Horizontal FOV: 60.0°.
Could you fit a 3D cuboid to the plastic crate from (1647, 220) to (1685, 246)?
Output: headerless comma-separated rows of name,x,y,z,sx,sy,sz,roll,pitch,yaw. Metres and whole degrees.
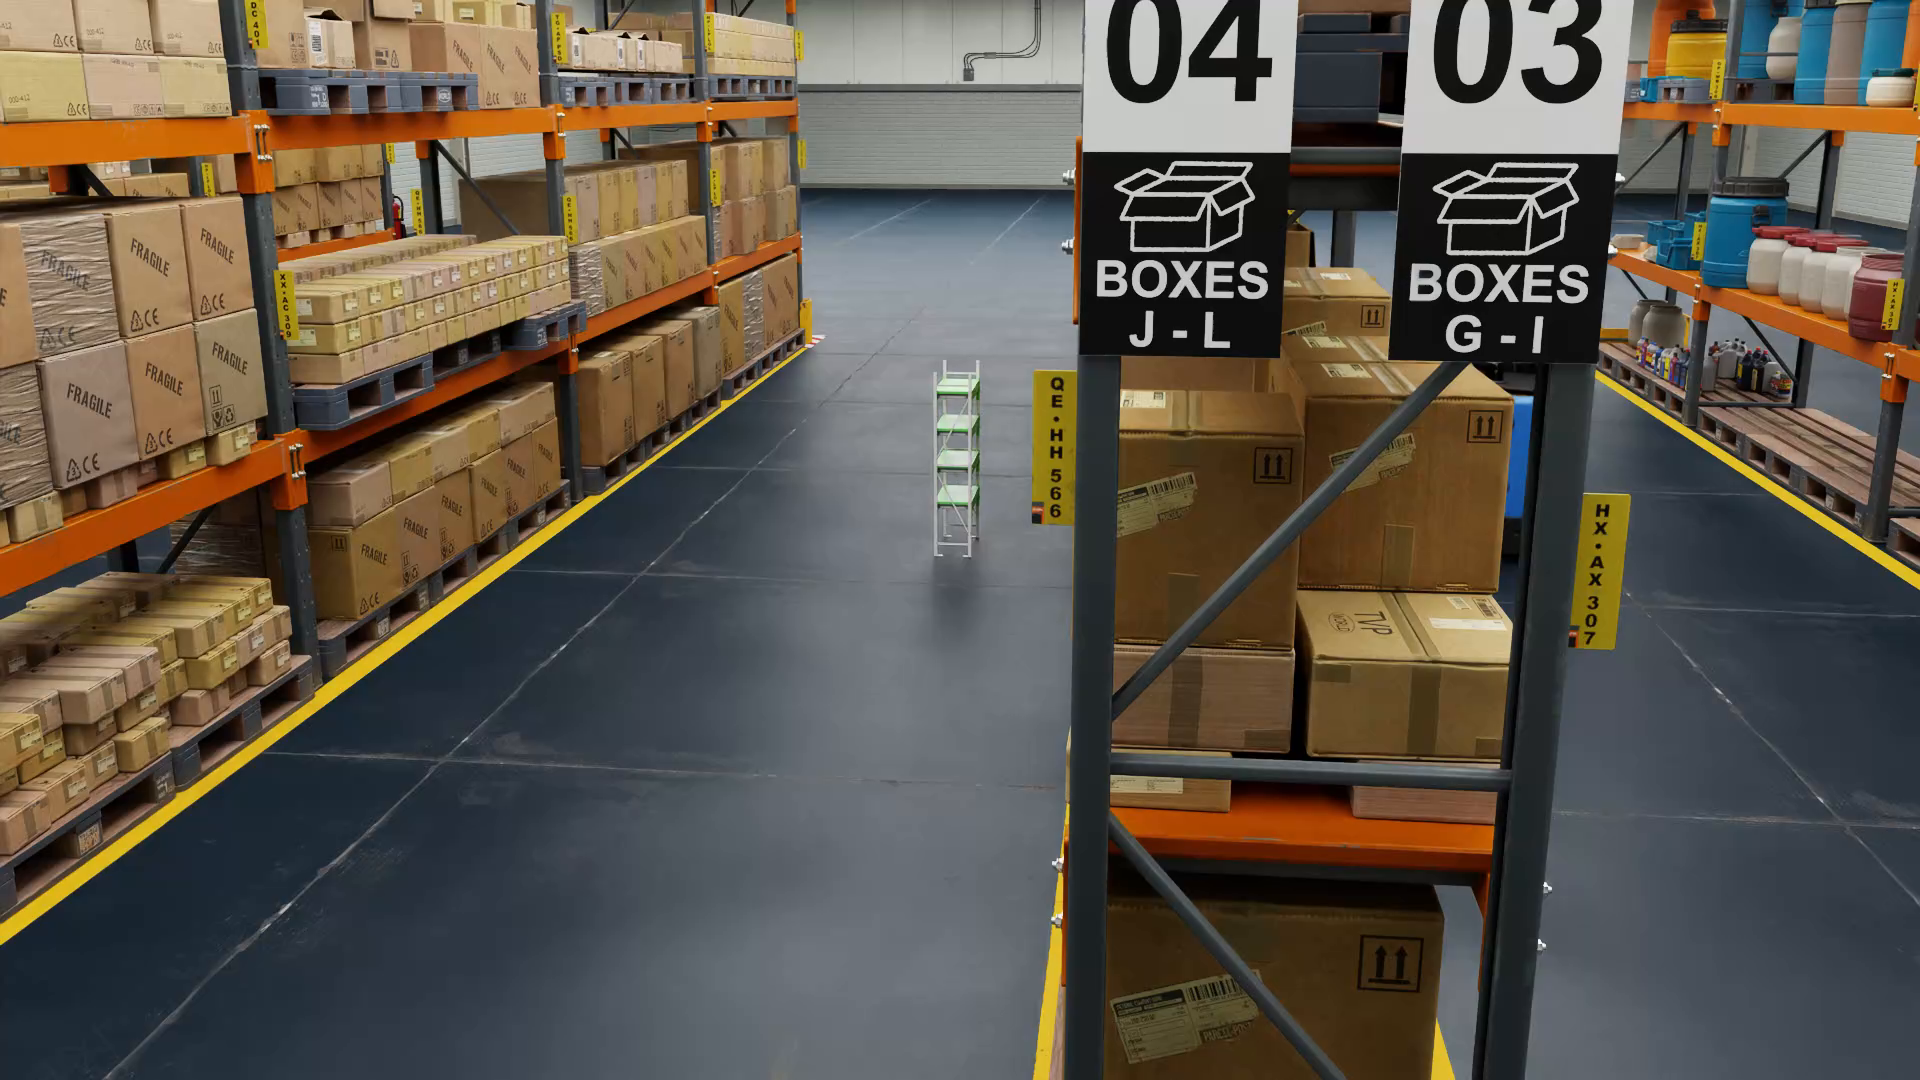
plastic crate,7.706,-3.290,17.867,0.499,0.251,0.616,2,15,6

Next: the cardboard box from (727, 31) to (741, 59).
cardboard box,-2.436,-4.801,16.145,0.500,0.250,0.500,2,15,6

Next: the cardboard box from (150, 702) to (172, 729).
cardboard box,-3.662,0.779,7.192,0.380,0.149,0.250,1,15,5

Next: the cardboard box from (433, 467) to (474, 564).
cardboard box,-3.277,-0.160,9.990,0.500,0.500,0.500,2,15,7

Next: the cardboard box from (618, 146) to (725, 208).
cardboard box,-2.749,-3.470,15.890,0.875,0.550,0.550,2,15,6

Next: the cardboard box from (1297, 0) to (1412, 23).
cardboard box,0.743,-1.380,3.586,0.700,0.500,0.500,1,15,3

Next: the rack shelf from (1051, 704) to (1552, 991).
rack shelf,0.964,0.332,5.566,1.077,0.370,4.000,2,15,6

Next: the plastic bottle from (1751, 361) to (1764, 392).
plastic bottle,7.388,-1.521,15.403,0.061,0.283,0.133,2,15,6

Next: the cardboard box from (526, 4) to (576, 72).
cardboard box,-3.358,-3.950,13.090,0.500,0.500,0.500,2,15,6

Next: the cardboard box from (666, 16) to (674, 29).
cardboard box,-3.014,-5.044,16.279,0.380,0.149,0.250,2,15,7

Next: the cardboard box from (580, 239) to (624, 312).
cardboard box,-2.903,-2.032,12.740,0.500,0.500,0.500,2,15,6

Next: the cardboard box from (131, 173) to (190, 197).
cardboard box,-7.579,-3.169,15.568,0.500,0.500,0.500,1,15,5

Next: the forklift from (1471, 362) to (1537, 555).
forklift,3.581,-1.650,11.651,1.130,2.935,3.031,2,15,8

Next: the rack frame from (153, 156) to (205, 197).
rack frame,-7.755,-2.901,16.143,1.000,3.000,0.127,2,15,6

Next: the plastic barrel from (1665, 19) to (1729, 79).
plastic barrel,7.462,-4.943,16.783,0.600,0.588,0.600,0,15,0

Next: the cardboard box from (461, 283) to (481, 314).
cardboard box,-3.052,-1.426,9.795,0.380,0.149,0.250,1,15,5

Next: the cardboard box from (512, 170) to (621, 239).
cardboard box,-3.104,-2.655,13.128,0.700,0.500,0.500,1,15,5

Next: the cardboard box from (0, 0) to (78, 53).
cardboard box,-3.652,-1.926,6.122,0.500,0.250,0.500,2,15,9

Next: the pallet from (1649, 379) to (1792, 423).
pallet,7.131,-1.290,15.528,1.003,0.211,1.213,2,15,6

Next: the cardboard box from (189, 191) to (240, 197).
cardboard box,-7.428,-3.199,16.483,0.500,0.500,0.500,2,15,6

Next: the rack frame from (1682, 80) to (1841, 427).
rack frame,7.013,-2.463,14.524,1.000,3.000,0.127,2,15,6

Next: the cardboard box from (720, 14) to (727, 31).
cardboard box,-2.418,-4.894,15.727,0.380,0.149,0.250,2,15,6

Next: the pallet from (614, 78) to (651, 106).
pallet,-3.133,-3.559,13.194,1.003,0.211,1.213,2,15,9

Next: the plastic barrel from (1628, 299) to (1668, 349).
plastic barrel,7.466,-2.329,17.991,0.421,0.512,0.421,0,15,0

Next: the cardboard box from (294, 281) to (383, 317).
cardboard box,-3.201,-1.236,8.524,0.380,0.149,0.250,2,15,8

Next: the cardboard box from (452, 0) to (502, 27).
cardboard box,-3.107,-3.363,10.450,0.396,0.266,0.258,2,15,6

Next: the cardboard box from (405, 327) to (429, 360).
cardboard box,-3.139,-1.078,9.080,0.380,0.149,0.250,2,15,7

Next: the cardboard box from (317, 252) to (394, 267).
cardboard box,-3.668,-1.657,10.081,0.380,0.149,0.250,2,15,8

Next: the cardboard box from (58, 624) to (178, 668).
cardboard box,-3.626,0.477,7.168,0.380,0.149,0.250,2,15,8

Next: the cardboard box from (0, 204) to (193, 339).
cardboard box,-3.565,-1.117,6.868,0.500,0.500,0.500,1,15,4

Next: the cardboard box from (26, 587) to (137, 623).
cardboard box,-4.062,0.333,7.702,0.380,0.149,0.250,2,15,9

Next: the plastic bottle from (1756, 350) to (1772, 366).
plastic bottle,7.517,-1.594,15.541,0.144,0.351,0.185,2,15,8

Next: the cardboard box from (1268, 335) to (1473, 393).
cardboard box,1.169,-0.310,4.845,0.500,0.500,0.500,1,15,5

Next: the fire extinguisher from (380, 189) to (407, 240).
fire extinguisher,-6.833,-3.917,20.049,0.296,0.674,0.183,2,15,6

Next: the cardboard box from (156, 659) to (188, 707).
cardboard box,-3.604,0.617,7.220,0.380,0.149,0.250,2,15,7

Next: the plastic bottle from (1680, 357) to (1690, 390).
plastic bottle,6.800,-1.572,15.462,0.144,0.351,0.185,1,15,5

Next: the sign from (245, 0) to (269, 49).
sign,-3.188,-2.390,7.517,0.100,0.325,0.005,2,15,6

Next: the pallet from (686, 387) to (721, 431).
pallet,-2.837,-1.233,15.316,1.003,0.211,1.213,2,15,6

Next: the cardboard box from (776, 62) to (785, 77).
cardboard box,-2.132,-5.168,18.267,0.380,0.149,0.250,2,15,7

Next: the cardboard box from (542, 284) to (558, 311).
cardboard box,-2.905,-1.619,11.081,0.380,0.149,0.250,2,15,6

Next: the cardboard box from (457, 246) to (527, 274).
cardboard box,-2.963,-1.769,10.496,0.380,0.149,0.250,2,15,8

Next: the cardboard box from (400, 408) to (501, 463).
cardboard box,-3.212,-0.654,10.382,0.500,0.250,0.500,2,15,8

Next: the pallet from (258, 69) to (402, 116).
pallet,-3.552,-2.221,8.241,1.213,0.211,1.003,2,15,6

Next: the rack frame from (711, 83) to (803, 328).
rack frame,-2.374,-3.819,19.537,1.000,3.000,0.127,2,15,6

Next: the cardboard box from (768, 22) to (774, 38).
cardboard box,-2.190,-5.421,17.674,0.380,0.149,0.250,2,15,6

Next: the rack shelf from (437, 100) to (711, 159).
rack shelf,-3.051,-3.363,13.485,1.077,0.370,4.000,2,15,6

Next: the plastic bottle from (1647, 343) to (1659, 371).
plastic bottle,6.900,-1.820,16.530,0.097,0.271,0.097,0,15,0

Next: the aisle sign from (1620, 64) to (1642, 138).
aisle sign,7.182,-4.783,18.122,0.394,0.787,0.004,2,15,6

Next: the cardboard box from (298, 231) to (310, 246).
cardboard box,-7.246,-3.249,17.914,0.380,0.149,0.250,2,15,6

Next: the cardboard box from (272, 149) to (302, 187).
cardboard box,-7.327,-3.944,17.325,0.700,0.500,0.500,1,15,5

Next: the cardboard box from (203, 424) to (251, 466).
cardboard box,-3.448,-0.434,7.502,0.380,0.149,0.250,1,15,5

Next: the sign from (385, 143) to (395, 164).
sign,-6.754,-4.628,19.708,0.100,0.325,0.005,2,15,6

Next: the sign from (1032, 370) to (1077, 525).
sign,0.200,-0.189,3.444,0.100,0.325,0.005,2,15,6

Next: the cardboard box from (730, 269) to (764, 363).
cardboard box,-2.586,-2.353,17.384,0.875,0.875,0.875,2,15,7

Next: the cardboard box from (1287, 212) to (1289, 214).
cardboard box,1.397,-1.572,9.115,0.797,0.503,0.637,2,15,8

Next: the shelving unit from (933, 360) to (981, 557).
shelving unit,-0.019,-0.536,10.847,0.258,1.200,0.503,2,15,6

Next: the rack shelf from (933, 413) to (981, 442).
rack shelf,-0.019,-0.706,10.801,0.258,0.148,0.480,2,15,6

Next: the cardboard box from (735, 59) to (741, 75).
cardboard box,-2.361,-4.640,16.314,0.380,0.149,0.250,1,15,5
